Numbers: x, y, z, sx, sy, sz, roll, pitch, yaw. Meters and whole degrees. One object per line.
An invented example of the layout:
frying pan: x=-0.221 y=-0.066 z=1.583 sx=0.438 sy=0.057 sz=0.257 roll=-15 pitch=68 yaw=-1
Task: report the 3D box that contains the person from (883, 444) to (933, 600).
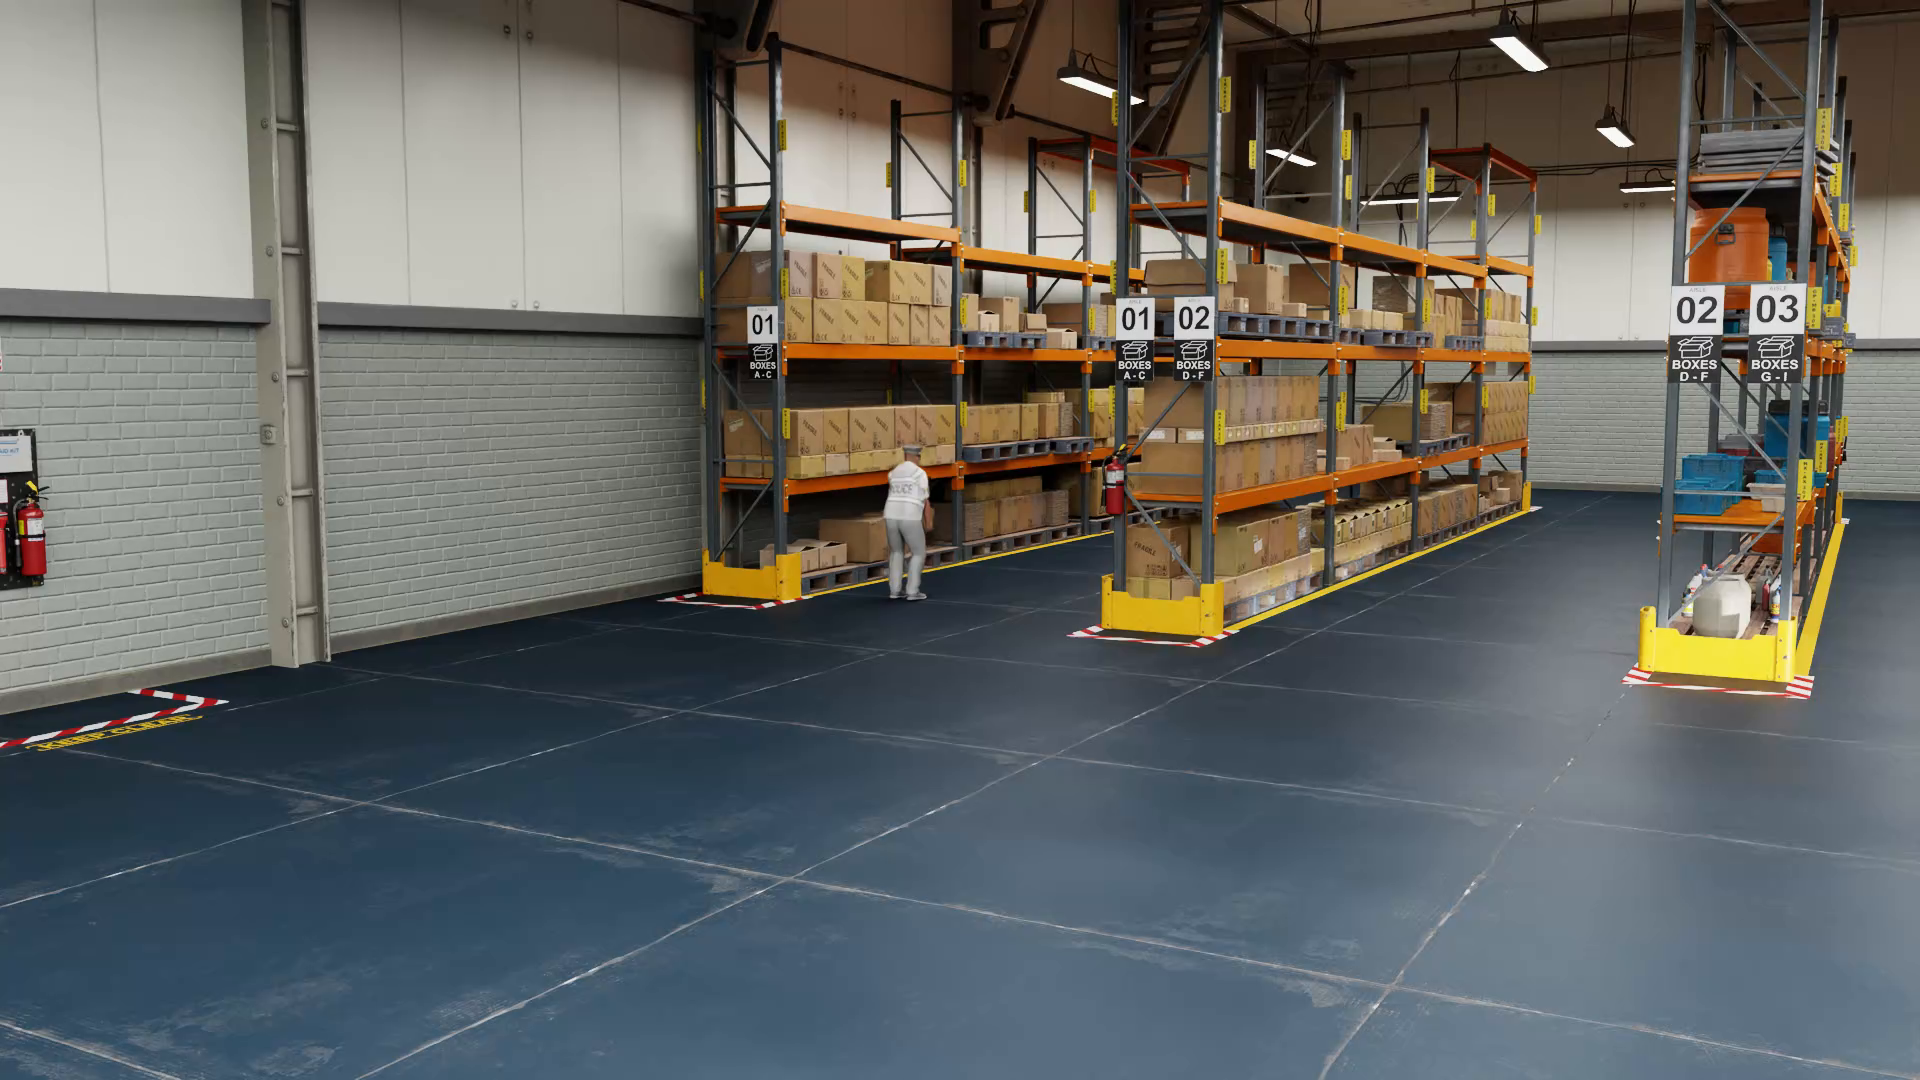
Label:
person: x=-0.583 y=-0.198 z=18.296 sx=0.481 sy=1.704 sz=0.619 roll=3 pitch=7 yaw=28
